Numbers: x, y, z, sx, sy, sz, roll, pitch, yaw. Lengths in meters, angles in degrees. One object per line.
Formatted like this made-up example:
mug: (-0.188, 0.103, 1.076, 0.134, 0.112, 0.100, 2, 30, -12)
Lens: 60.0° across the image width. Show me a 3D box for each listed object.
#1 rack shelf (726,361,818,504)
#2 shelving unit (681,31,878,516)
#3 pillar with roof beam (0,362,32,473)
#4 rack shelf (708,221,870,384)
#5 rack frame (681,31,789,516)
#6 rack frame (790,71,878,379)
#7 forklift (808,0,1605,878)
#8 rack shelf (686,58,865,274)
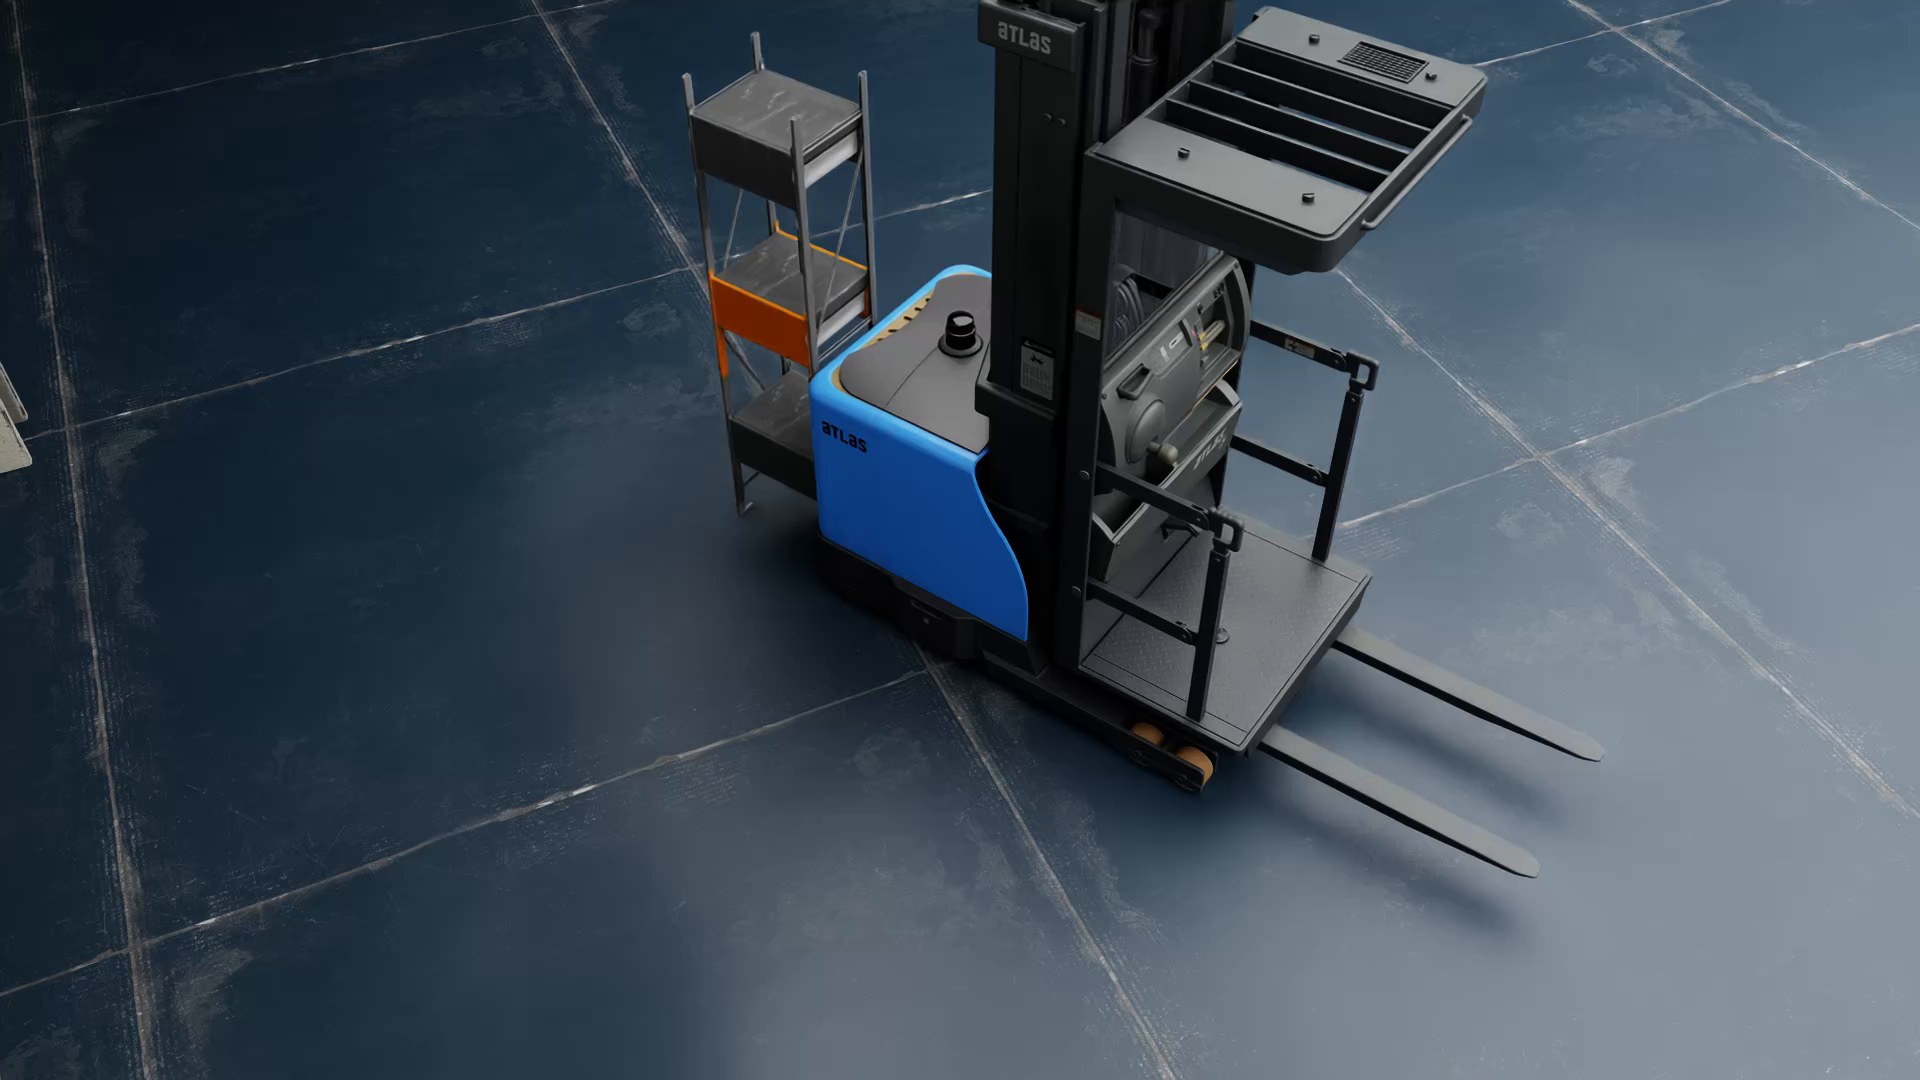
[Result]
rack shelf: (-0.644, -0.360, 7.005, 0.480, 0.518, 0.431, 26, 50, 24)
shelving unit: (-0.645, -0.868, 6.503, 0.503, 2.100, 0.431, 26, 50, 24)
pillar with roof beam: (-0.481, -4.893, 5.671, 9.100, 9.000, 0.400, -18, 47, -17)
rack shelf: (-0.645, -0.858, 6.513, 0.480, 0.518, 0.431, 26, 50, 24)
rack frame: (-0.843, -0.967, 6.604, 0.015, 2.100, 0.400, 26, 50, 24)
rack frame: (-0.446, -0.769, 6.403, 0.015, 2.100, 0.400, 26, 50, 24)
forklift: (0.912, -0.544, 5.584, 3.031, 2.935, 1.130, 26, 50, 24)
rack shelf: (-0.645, -1.356, 6.021, 0.480, 0.518, 0.431, 26, 50, 24)
